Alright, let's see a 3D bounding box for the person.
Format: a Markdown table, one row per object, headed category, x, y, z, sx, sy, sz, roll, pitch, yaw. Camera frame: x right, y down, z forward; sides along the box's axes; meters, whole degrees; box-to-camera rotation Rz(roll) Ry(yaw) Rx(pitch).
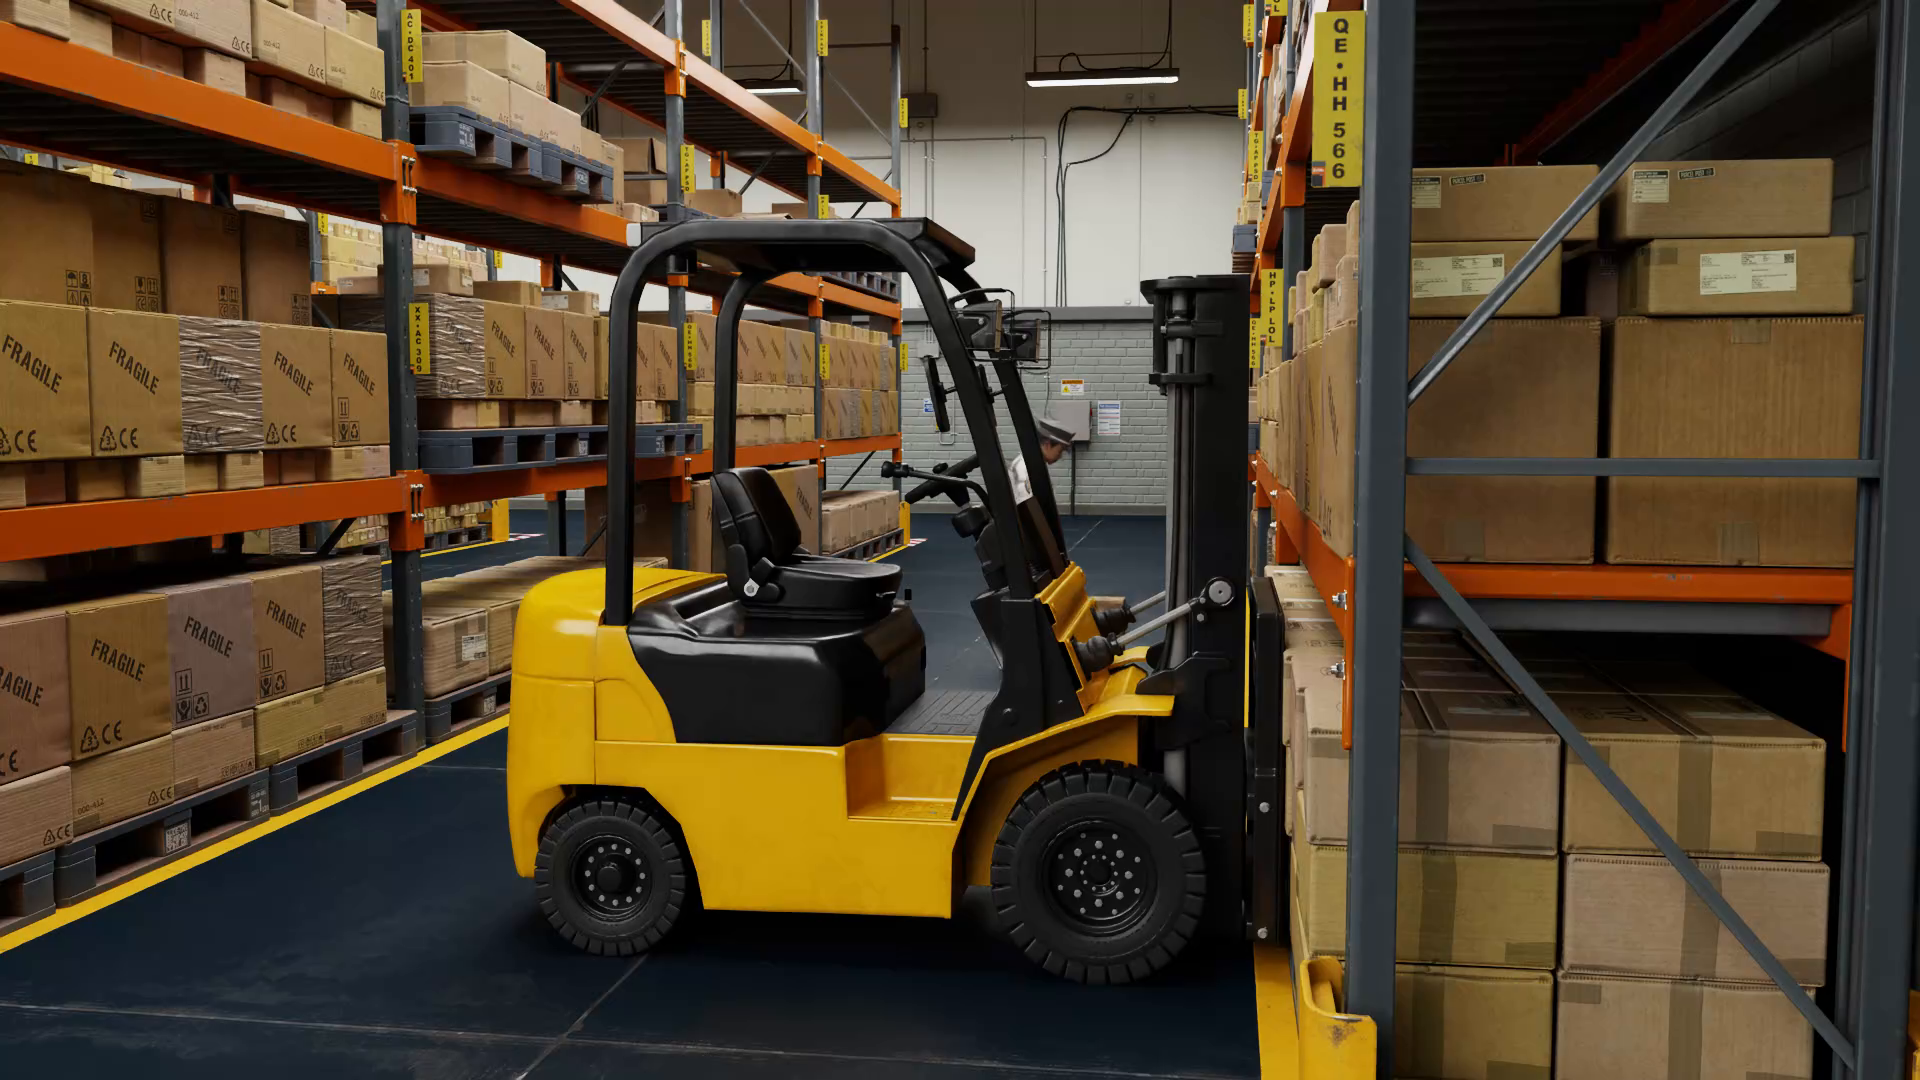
| category | x | y | z | sx | sy | sz | roll | pitch | yaw |
| --- | --- | --- | --- | --- | --- | --- | --- | --- | --- |
| person | 0.440 | 0.033 | 10.220 | 0.548 | 1.559 | 0.520 | 1 | 5 | 10 |
